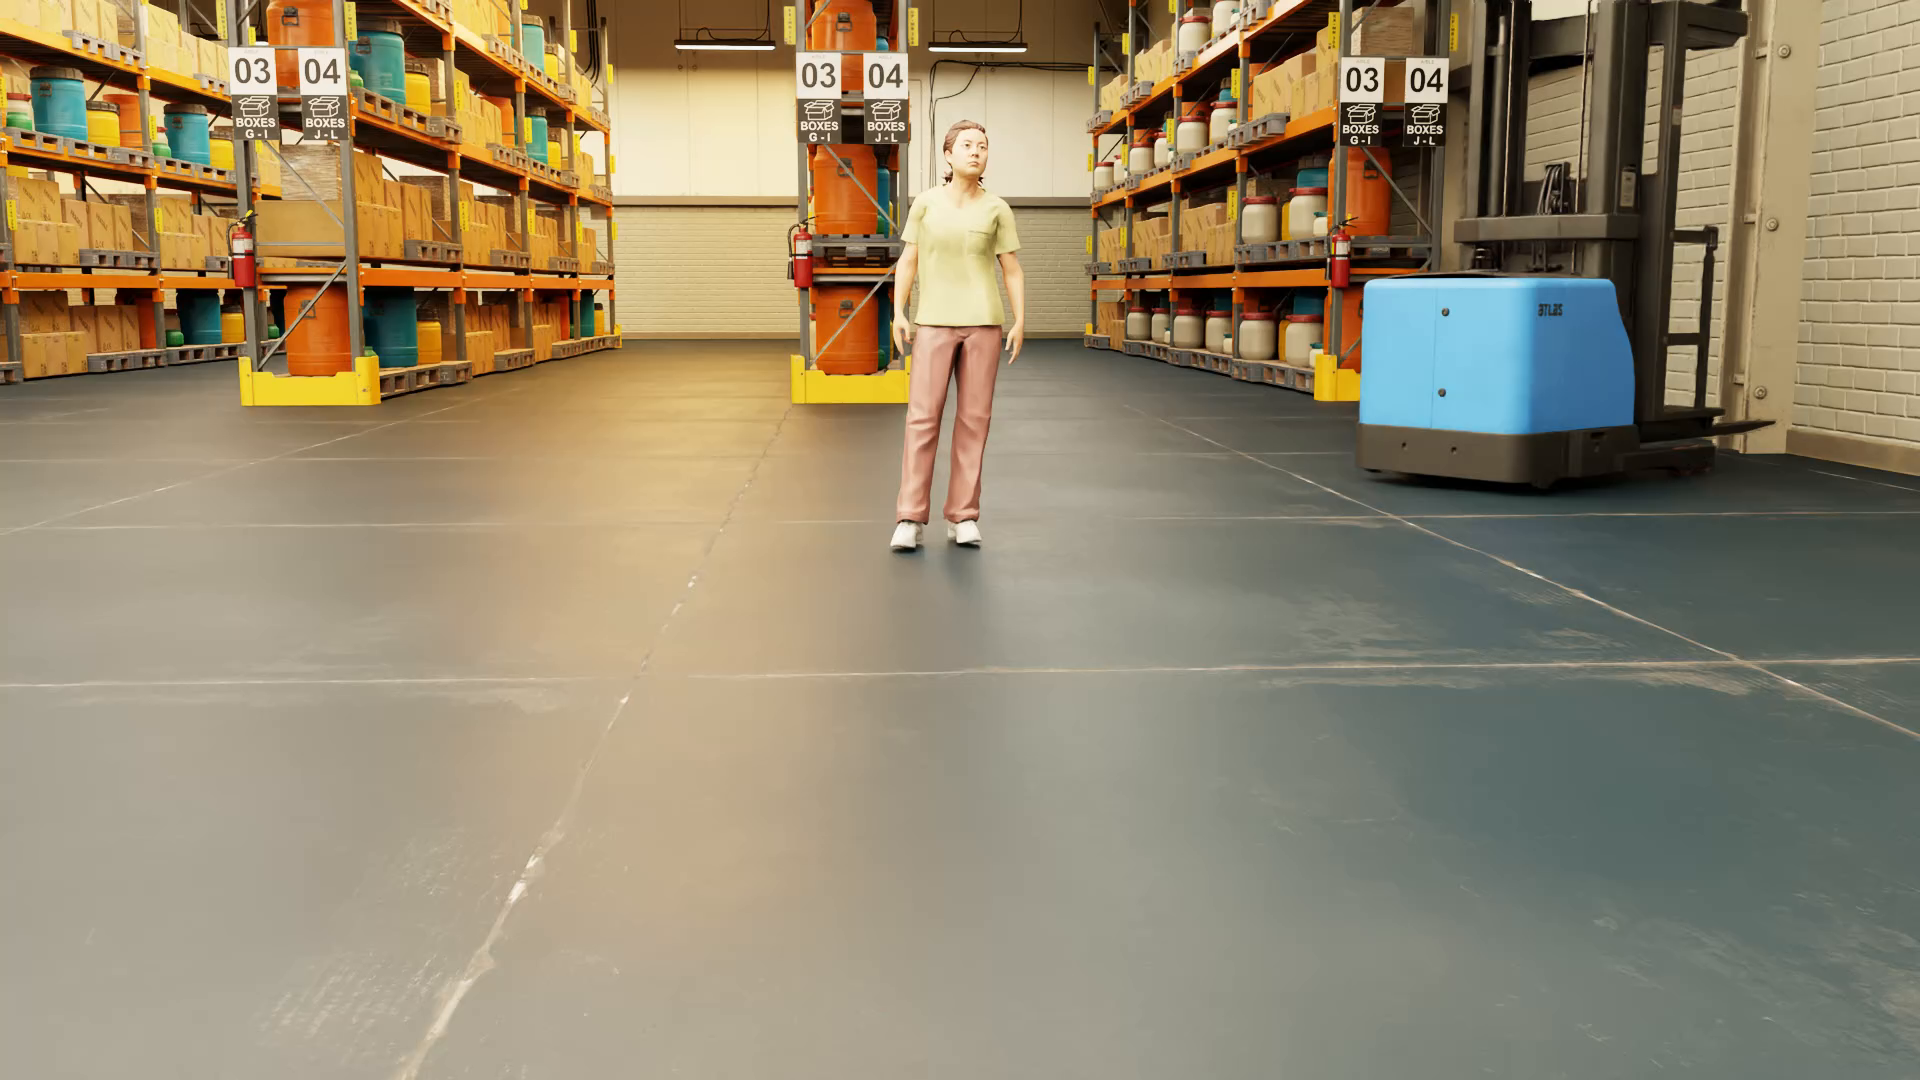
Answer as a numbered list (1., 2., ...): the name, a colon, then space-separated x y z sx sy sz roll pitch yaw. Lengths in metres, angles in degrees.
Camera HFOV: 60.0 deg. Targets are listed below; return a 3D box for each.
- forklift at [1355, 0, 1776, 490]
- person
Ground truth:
1. forklift: 3.599 -1.852 9.304 3.031 2.935 1.130 -7 11 -38
2. person: -0.007 -0.825 6.612 0.553 1.673 0.548 -1 8 -4
